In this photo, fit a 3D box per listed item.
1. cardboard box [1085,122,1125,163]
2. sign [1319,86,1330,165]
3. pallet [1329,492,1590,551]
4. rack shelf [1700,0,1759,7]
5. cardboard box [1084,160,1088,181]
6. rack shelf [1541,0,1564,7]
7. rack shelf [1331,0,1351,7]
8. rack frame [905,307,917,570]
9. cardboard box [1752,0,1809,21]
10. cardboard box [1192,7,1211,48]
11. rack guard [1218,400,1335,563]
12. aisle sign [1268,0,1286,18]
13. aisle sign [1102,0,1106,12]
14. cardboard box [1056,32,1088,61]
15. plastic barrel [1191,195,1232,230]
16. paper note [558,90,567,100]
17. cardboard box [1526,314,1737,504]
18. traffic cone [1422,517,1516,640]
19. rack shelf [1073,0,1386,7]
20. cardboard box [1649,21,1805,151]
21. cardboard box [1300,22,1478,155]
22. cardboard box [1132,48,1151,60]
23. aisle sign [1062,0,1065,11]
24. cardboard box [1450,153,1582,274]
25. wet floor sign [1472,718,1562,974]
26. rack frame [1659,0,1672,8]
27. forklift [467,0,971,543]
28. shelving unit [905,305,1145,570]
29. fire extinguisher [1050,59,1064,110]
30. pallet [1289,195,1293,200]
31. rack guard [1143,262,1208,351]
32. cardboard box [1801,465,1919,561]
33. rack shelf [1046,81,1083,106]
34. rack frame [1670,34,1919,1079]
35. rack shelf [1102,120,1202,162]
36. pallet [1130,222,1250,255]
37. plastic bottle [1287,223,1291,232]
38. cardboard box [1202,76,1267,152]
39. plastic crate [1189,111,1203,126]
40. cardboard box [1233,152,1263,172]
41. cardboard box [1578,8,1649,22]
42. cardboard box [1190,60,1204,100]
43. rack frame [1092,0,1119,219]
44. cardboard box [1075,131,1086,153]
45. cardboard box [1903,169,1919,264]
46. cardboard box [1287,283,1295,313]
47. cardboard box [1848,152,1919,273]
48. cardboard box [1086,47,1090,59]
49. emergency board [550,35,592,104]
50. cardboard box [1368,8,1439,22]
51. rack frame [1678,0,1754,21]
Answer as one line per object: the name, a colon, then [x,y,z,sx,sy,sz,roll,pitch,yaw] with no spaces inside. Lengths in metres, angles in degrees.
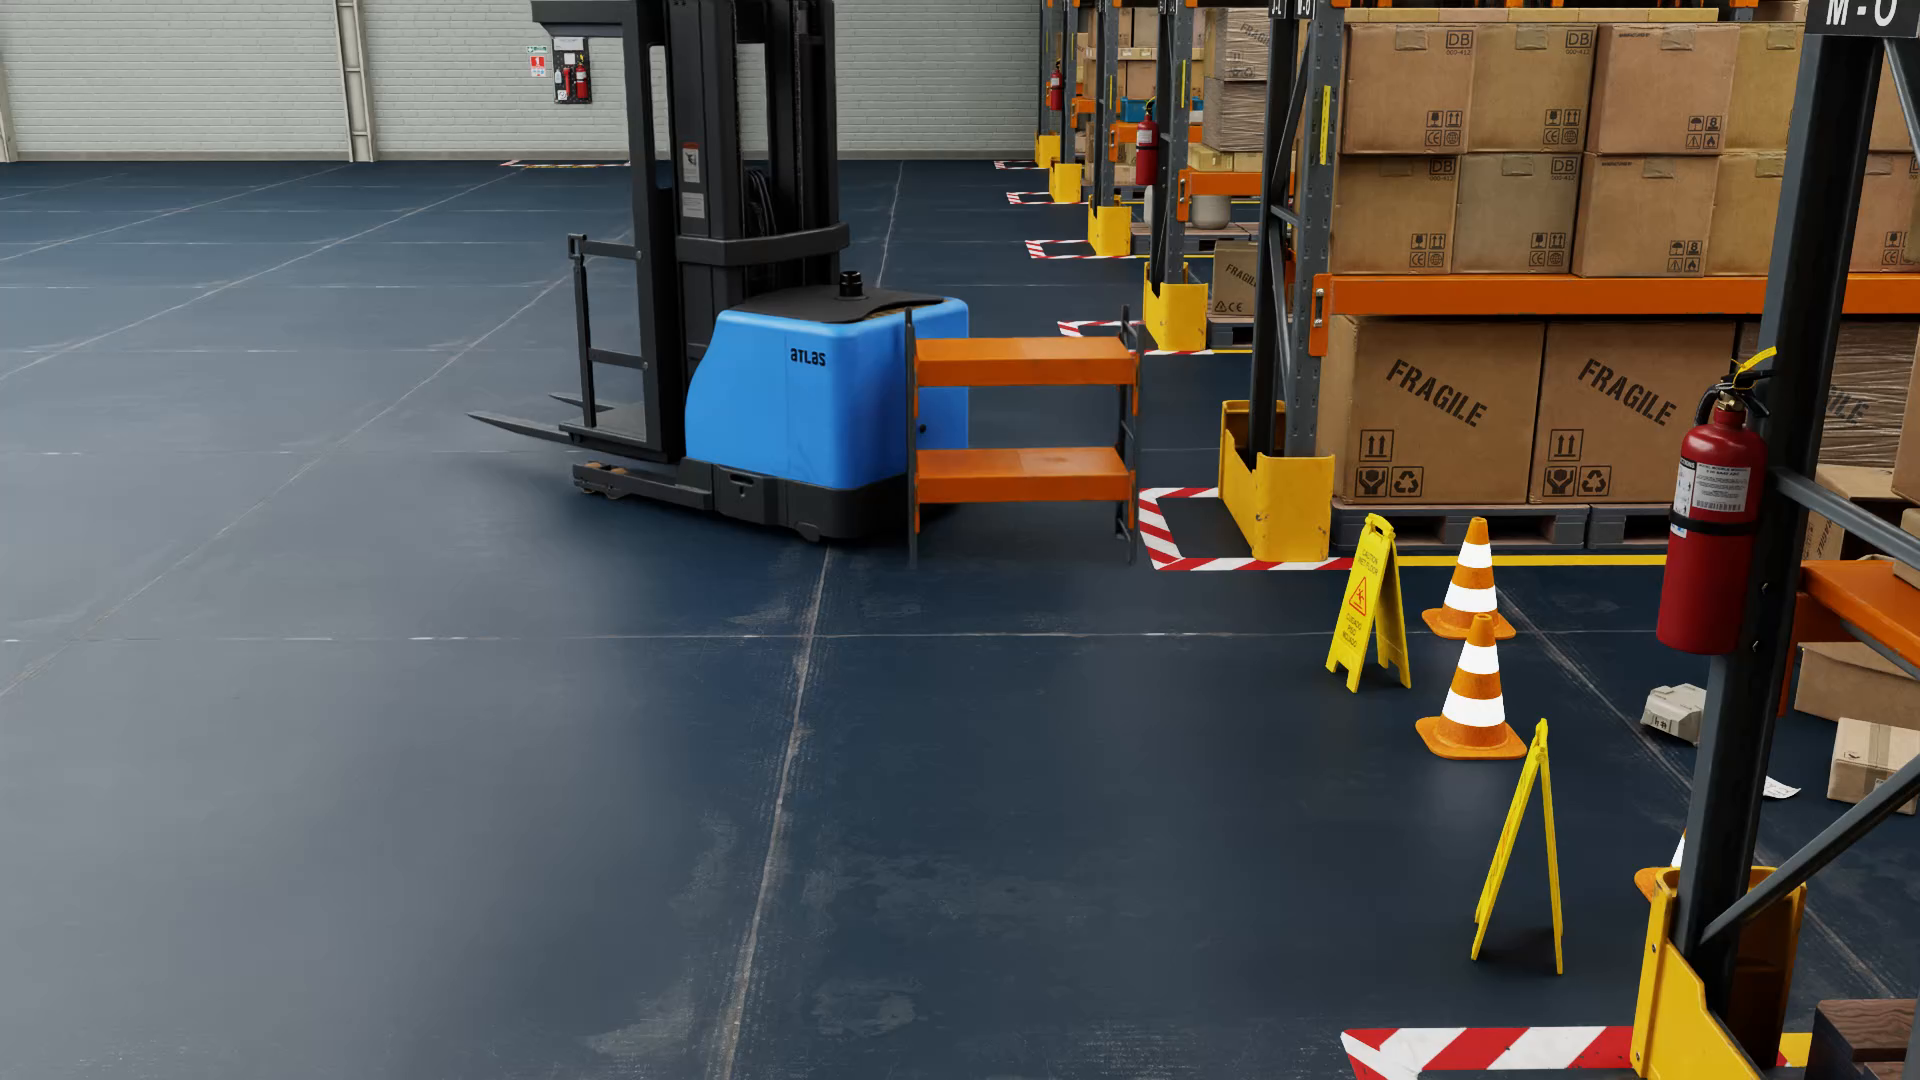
cardboard box: [1.967,-5.386,22.512,0.500,0.500,0.500,0,18,-1]
sign: [1.569,-1.784,7.150,0.005,0.325,0.100,0,18,-1]
pallet: [2.364,-0.203,8.336,1.213,0.211,1.003,0,18,-1]
rack shelf: [7.588,-4.133,12.289,4.000,0.370,1.077,0,18,-1]
cardboard box: [1.967,-5.028,22.624,0.500,0.250,0.500,0,18,-1]
rack shelf: [11.353,-8.691,26.497,4.000,0.370,1.077,0,18,-1]
rack shelf: [3.566,-2.599,7.505,4.000,0.370,1.077,0,18,-1]
rack frame: [-0.227,-0.474,7.684,0.032,1.125,0.500,-1,18,-3]
cardboard box: [6.385,-3.485,12.330,1.000,1.000,1.000,0,18,0]
cardboard box: [2.986,-6.715,21.783,0.500,0.500,0.700,0,18,-1]
rack guard: [1.542,-0.313,8.205,0.348,0.500,1.175,0,18,-1]
aisle sign: [1.490,-2.832,7.711,0.004,0.787,0.394,0,18,-1]
aisle sign: [1.443,-5.679,16.586,0.004,0.787,0.394,0,18,-1]
cardboard box: [1.822,-7.920,26.810,0.500,0.500,0.500,0,18,-1]
plastic barrel: [2.668,-3.576,17.669,0.421,0.512,0.421,0,18,0]
paper note: [-6.609,-7.396,27.636,0.142,0.148,0.016,0,18,-1]
cardboard box: [3.123,-0.720,8.172,0.875,0.875,0.875,-1,18,-2]
traffic cone: [2.119,0.136,6.867,0.334,0.463,0.336,0,18,-1]
rack shelf: [3.436,-7.140,21.661,4.000,0.370,1.077,0,18,-1]
cardboard box: [3.576,-2.113,7.711,0.500,0.550,0.875,0,18,-1]
cardboard box: [1.937,-2.079,7.604,0.550,0.550,0.875,0,18,-1]
cardboard box: [2.345,-6.340,21.674,0.250,0.149,0.380,0,18,-1]
aisle sign: [1.366,-7.372,21.860,0.004,0.787,0.394,0,18,-1]
cardboard box: [2.486,-1.600,7.878,0.550,0.550,0.875,0,18,-1]
wet floor sign: [1.538,0.803,4.487,0.232,0.644,0.267,6,19,18]
rack frame: [9.435,-6.083,22.099,0.127,3.000,1.000,0,18,-1]
forklift: [-1.431,-1.721,8.613,3.031,2.935,1.130,13,22,34]
shelving unit: [0.281,-0.483,7.711,1.048,1.125,0.538,-1,18,-3]
fire extinguisher: [1.310,-6.149,22.431,0.183,0.674,0.296,0,18,-1]
pallet: [4.640,-4.745,22.493,1.213,0.211,1.003,0,18,-1]
rack guard: [1.665,-1.829,12.930,0.348,0.500,1.175,0,18,-1]
cardboard box: [4.029,-0.013,7.265,0.500,0.500,0.500,3,18,9]
rack shelf: [3.354,-7.224,26.835,4.000,0.370,1.077,0,18,-1]
rack frame: [1.745,0.008,3.112,0.127,3.000,1.000,0,18,-1]
rack shelf: [3.510,-4.199,17.403,4.000,0.370,1.077,0,18,-1]
pallet: [2.398,-3.221,17.742,1.213,0.211,1.003,0,18,-1]
plastic bottle: [3.432,-3.323,17.355,0.097,0.201,0.097,0,18,0]
cardboard box: [2.139,-3.202,12.469,0.500,0.500,0.875,0,18,-1]
plastic crate: [2.410,-4.312,17.010,0.250,0.136,0.298,0,18,-1]
cardboard box: [2.128,-2.823,12.348,0.250,0.149,0.380,0,18,-1]
cardboard box: [4.643,-3.614,12.116,0.500,0.500,0.500,0,18,-1]
cardboard box: [2.924,-6.095,21.973,0.500,0.500,0.700,0,18,0]
rack frame: [1.510,-4.531,17.263,0.127,3.000,1.000,0,18,-1]
cardboard box: [2.047,-6.462,26.963,0.500,0.311,0.500,-2,18,-7]
cardboard box: [2.252,-0.727,3.114,0.500,0.500,0.700,-1,18,-2]
cardboard box: [2.810,-2.040,12.900,0.500,0.500,0.500,4,18,14]
cardboard box: [4.105,-1.612,7.918,0.550,0.550,0.875,0,18,-1]
cardboard box: [1.815,-6.461,22.052,0.250,0.149,0.380,-1,18,-2]
emergency board: [-6.431,-7.796,27.438,0.643,1.169,0.194,0,18,-1]
cardboard box: [3.143,-3.607,12.092,0.500,0.500,0.500,0,18,-1]
rack frame: [5.588,-3.038,12.607,0.127,3.000,1.000,0,18,-1]
